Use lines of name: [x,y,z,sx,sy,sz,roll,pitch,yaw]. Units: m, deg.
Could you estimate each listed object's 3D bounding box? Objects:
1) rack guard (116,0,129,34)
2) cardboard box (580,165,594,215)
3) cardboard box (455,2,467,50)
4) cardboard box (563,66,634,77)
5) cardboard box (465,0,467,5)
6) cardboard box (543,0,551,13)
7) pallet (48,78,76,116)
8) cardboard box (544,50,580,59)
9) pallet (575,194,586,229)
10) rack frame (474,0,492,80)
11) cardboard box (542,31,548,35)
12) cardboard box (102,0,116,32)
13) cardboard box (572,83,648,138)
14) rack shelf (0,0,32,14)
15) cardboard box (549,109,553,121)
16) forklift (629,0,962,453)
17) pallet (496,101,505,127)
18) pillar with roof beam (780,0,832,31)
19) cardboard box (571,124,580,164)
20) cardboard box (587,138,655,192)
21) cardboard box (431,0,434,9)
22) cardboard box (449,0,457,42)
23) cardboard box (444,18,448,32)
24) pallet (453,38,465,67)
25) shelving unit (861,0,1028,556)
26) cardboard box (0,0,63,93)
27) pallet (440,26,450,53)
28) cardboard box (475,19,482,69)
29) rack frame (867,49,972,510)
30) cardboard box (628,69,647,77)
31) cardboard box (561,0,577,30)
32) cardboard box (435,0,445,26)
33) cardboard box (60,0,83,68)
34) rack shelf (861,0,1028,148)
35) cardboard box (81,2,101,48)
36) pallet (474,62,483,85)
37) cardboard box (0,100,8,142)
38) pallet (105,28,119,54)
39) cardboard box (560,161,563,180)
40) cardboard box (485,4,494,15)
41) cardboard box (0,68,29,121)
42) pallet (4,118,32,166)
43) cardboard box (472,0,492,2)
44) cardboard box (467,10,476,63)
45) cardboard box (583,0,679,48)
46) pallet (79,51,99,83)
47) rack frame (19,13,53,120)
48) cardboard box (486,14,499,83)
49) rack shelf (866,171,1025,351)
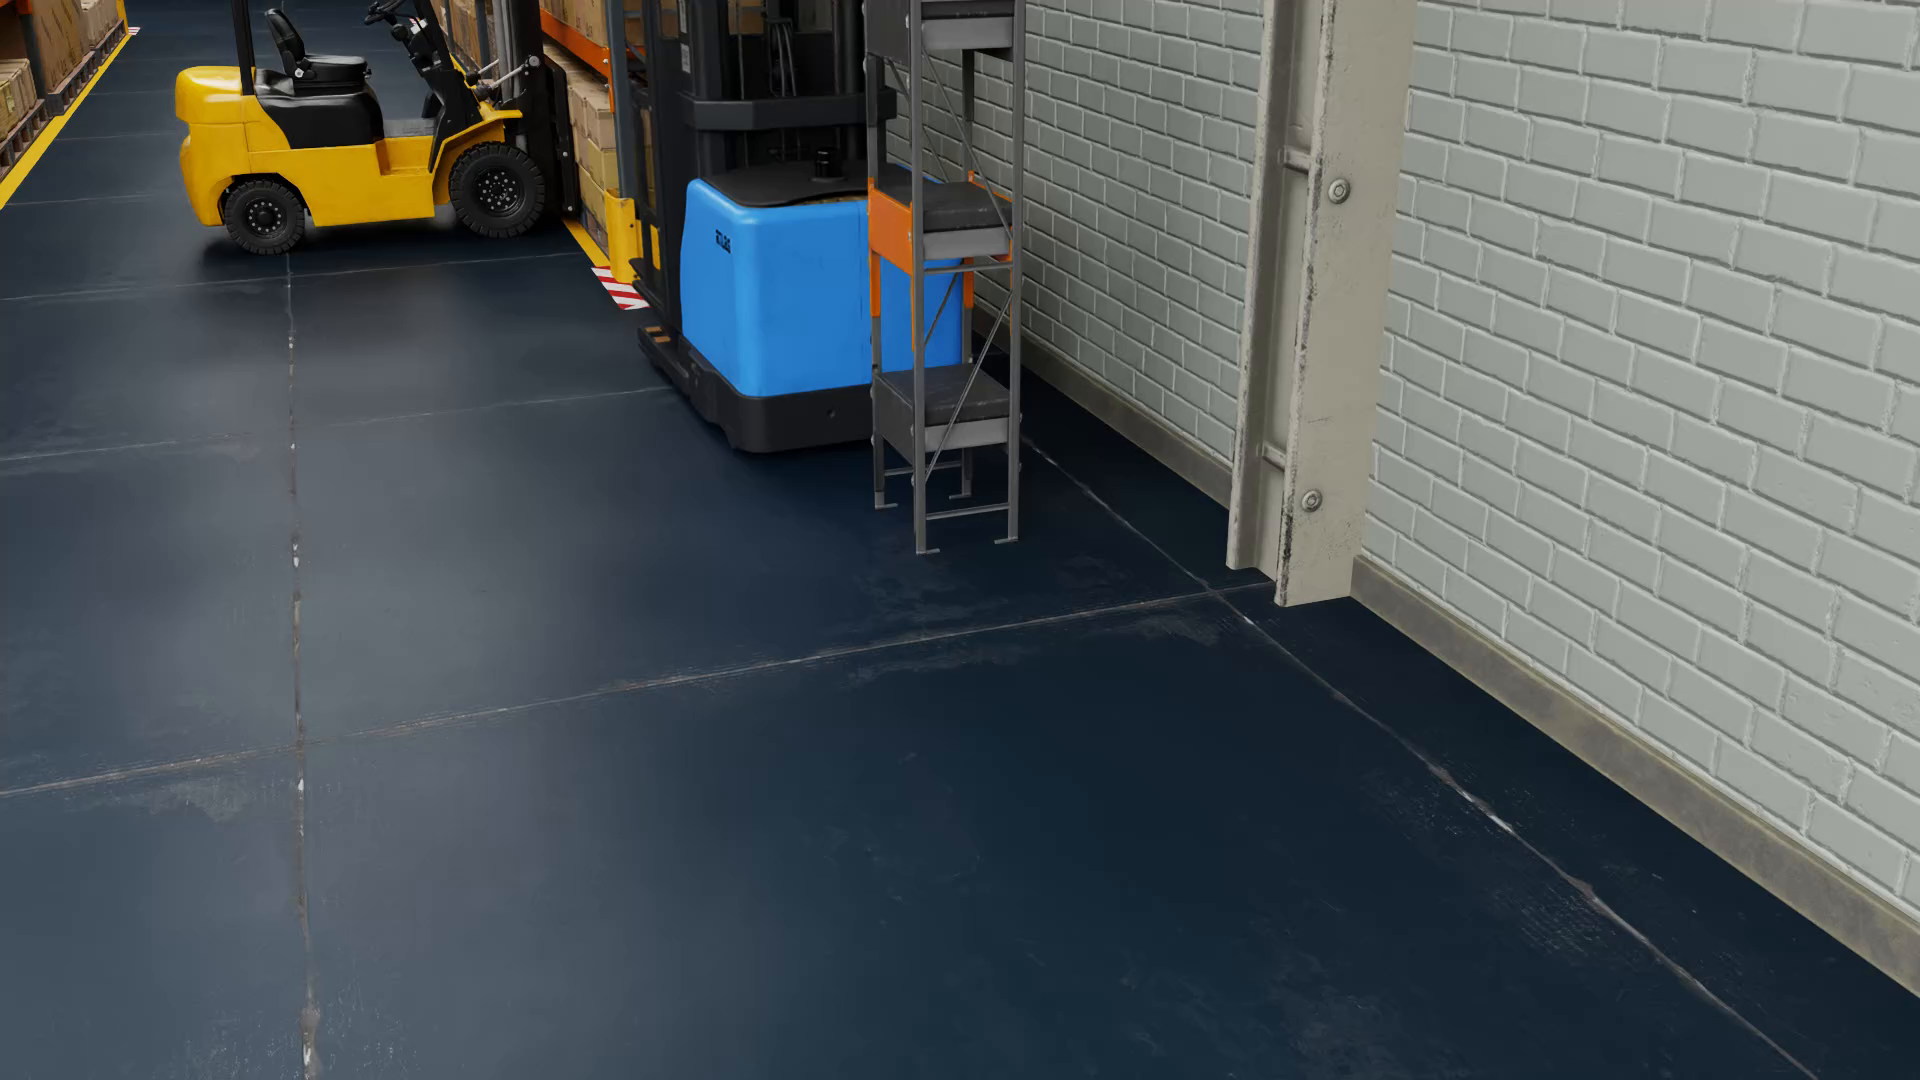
rack guard: [-11.842,-7.036,22.300,1.175,0.500,0.348,-8,24,-19]
cardboard box: [-2.168,-2.284,10.806,0.500,0.250,0.500,-8,24,-19]
cardboard box: [-5.448,-5.869,18.991,0.500,0.500,0.500,-9,25,-21]
cardboard box: [-2.539,-3.112,11.483,0.500,0.250,0.500,-9,24,-20]
cardboard box: [-5.381,-6.116,18.742,0.380,0.149,0.250,-7,24,-17]
cardboard box: [-2.660,-3.980,11.702,0.500,0.500,0.500,-9,24,-20]
pallet: [-9.216,-4.284,16.143,1.003,0.211,1.213,-8,24,-19]
cardboard box: [-2.904,-3.483,12.363,0.500,0.250,0.500,-8,24,-19]
pallet: [-2.276,-2.478,11.857,1.003,0.211,1.213,-8,24,-19]
rack frame: [-4.365,-5.955,16.517,1.000,3.000,0.127,-8,24,-19]
cardboard box: [-3.681,-4.345,15.213,0.875,0.625,0.625,-9,25,-21]
cardboard box: [-11.176,-6.635,20.888,0.875,0.438,0.875,-8,24,-18]
cardboard box: [-2.179,-2.745,10.612,0.500,0.250,0.500,-8,24,-18]
rack shelf: [-8.301,-4.214,13.313,1.077,0.370,4.000,-8,24,-19]
cardboard box: [-2.724,-3.073,12.036,0.500,0.250,0.500,-9,24,-19]
forklift: [-0.987,-2.255,7.826,1.130,2.935,3.031,-9,25,-21]
pallet: [-3.684,-3.923,15.286,1.003,0.211,1.213,-8,24,-19]
pillar with roof beam: [-4.969,-5.599,7.947,9.100,9.000,0.400,-8,24,-19]
cardboard box: [-2.373,-2.707,11.167,0.500,0.250,0.500,-9,24,-20]
cardboard box: [-2.004,-2.339,10.293,0.500,0.250,0.500,-9,24,-20]
cardboard box: [-6.798,-7.352,22.509,0.700,0.500,0.500,-7,24,-17]
cardboard box: [-5.818,-6.243,19.879,0.500,0.500,0.500,-7,24,-17]
cardboard box: [-6.250,-6.450,20.822,0.380,0.149,0.250,-9,25,-21]
pallet: [-5.456,-5.833,19.818,1.003,0.211,1.213,-8,24,-19]
shelving unit: [-0.059,-1.028,5.985,0.431,2.100,0.503,-8,24,-19]
cardboard box: [-9.174,-4.749,15.851,0.875,0.875,0.875,-9,24,-19]
pallet: [-6.020,-6.373,21.099,1.003,0.211,1.213,-8,24,-19]
cardboard box: [-4.716,-5.121,17.215,0.500,0.500,0.500,-8,24,-17]
rack frame: [-0.145,-1.116,6.195,0.400,2.100,0.015,-8,24,-19]
cardboard box: [-2.053,-3.187,11.662,0.500,0.250,0.500,-9,24,-20]
cardboard box: [-2.315,-3.613,10.831,0.500,0.500,0.500,-9,24,-20]
cardboard box: [-6.432,-6.975,21.615,0.700,0.500,0.500,-9,25,-21]
cardboard box: [-9.800,-5.399,17.392,0.875,0.875,0.875,-8,24,-17]
rack shelf: [-0.059,-1.660,5.718,0.431,0.518,0.480,-8,24,-19]
cardboard box: [-10.542,-5.982,19.338,0.875,0.438,0.875,-9,24,-20]
pallet: [-4.594,-4.946,17.714,1.003,0.211,1.213,-8,24,-19]
cardboard box: [-8.039,-3.253,12.948,0.950,0.372,0.625,-7,24,-16]
pallet: [-11.051,-6.172,20.622,1.003,0.211,1.213,-8,24,-19]
cardboard box: [-2.540,-2.653,11.681,0.500,0.250,0.500,-8,24,-17]
cardboard box: [-4.777,-5.440,17.138,0.380,0.149,0.250,-10,25,-22]
cardboard box: [-8.549,-3.782,14.203,0.950,0.372,0.625,-9,24,-20]
pallet: [-8.306,-3.261,13.715,1.003,0.211,1.213,-8,24,-19]
cardboard box: [-4.954,-5.637,17.604,0.380,0.149,0.250,-9,25,-21]
cardboard box: [-5.070,-5.494,18.100,0.500,0.500,0.500,-7,24,-17]
cardboard box: [-1.959,-3.237,9.939,0.500,0.500,0.500,-9,24,-20]
pallet: [-10.078,-5.171,18.247,1.003,0.211,1.213,-8,24,-19]
rack frame: [-9.008,-5.273,14.898,1.000,3.000,0.127,-8,24,-19]
cardboard box: [-4.158,-4.826,16.354,0.875,0.625,0.625,-8,24,-17]
rack shelf: [-0.059,-1.015,5.990,0.431,0.518,0.480,-8,24,-19]
